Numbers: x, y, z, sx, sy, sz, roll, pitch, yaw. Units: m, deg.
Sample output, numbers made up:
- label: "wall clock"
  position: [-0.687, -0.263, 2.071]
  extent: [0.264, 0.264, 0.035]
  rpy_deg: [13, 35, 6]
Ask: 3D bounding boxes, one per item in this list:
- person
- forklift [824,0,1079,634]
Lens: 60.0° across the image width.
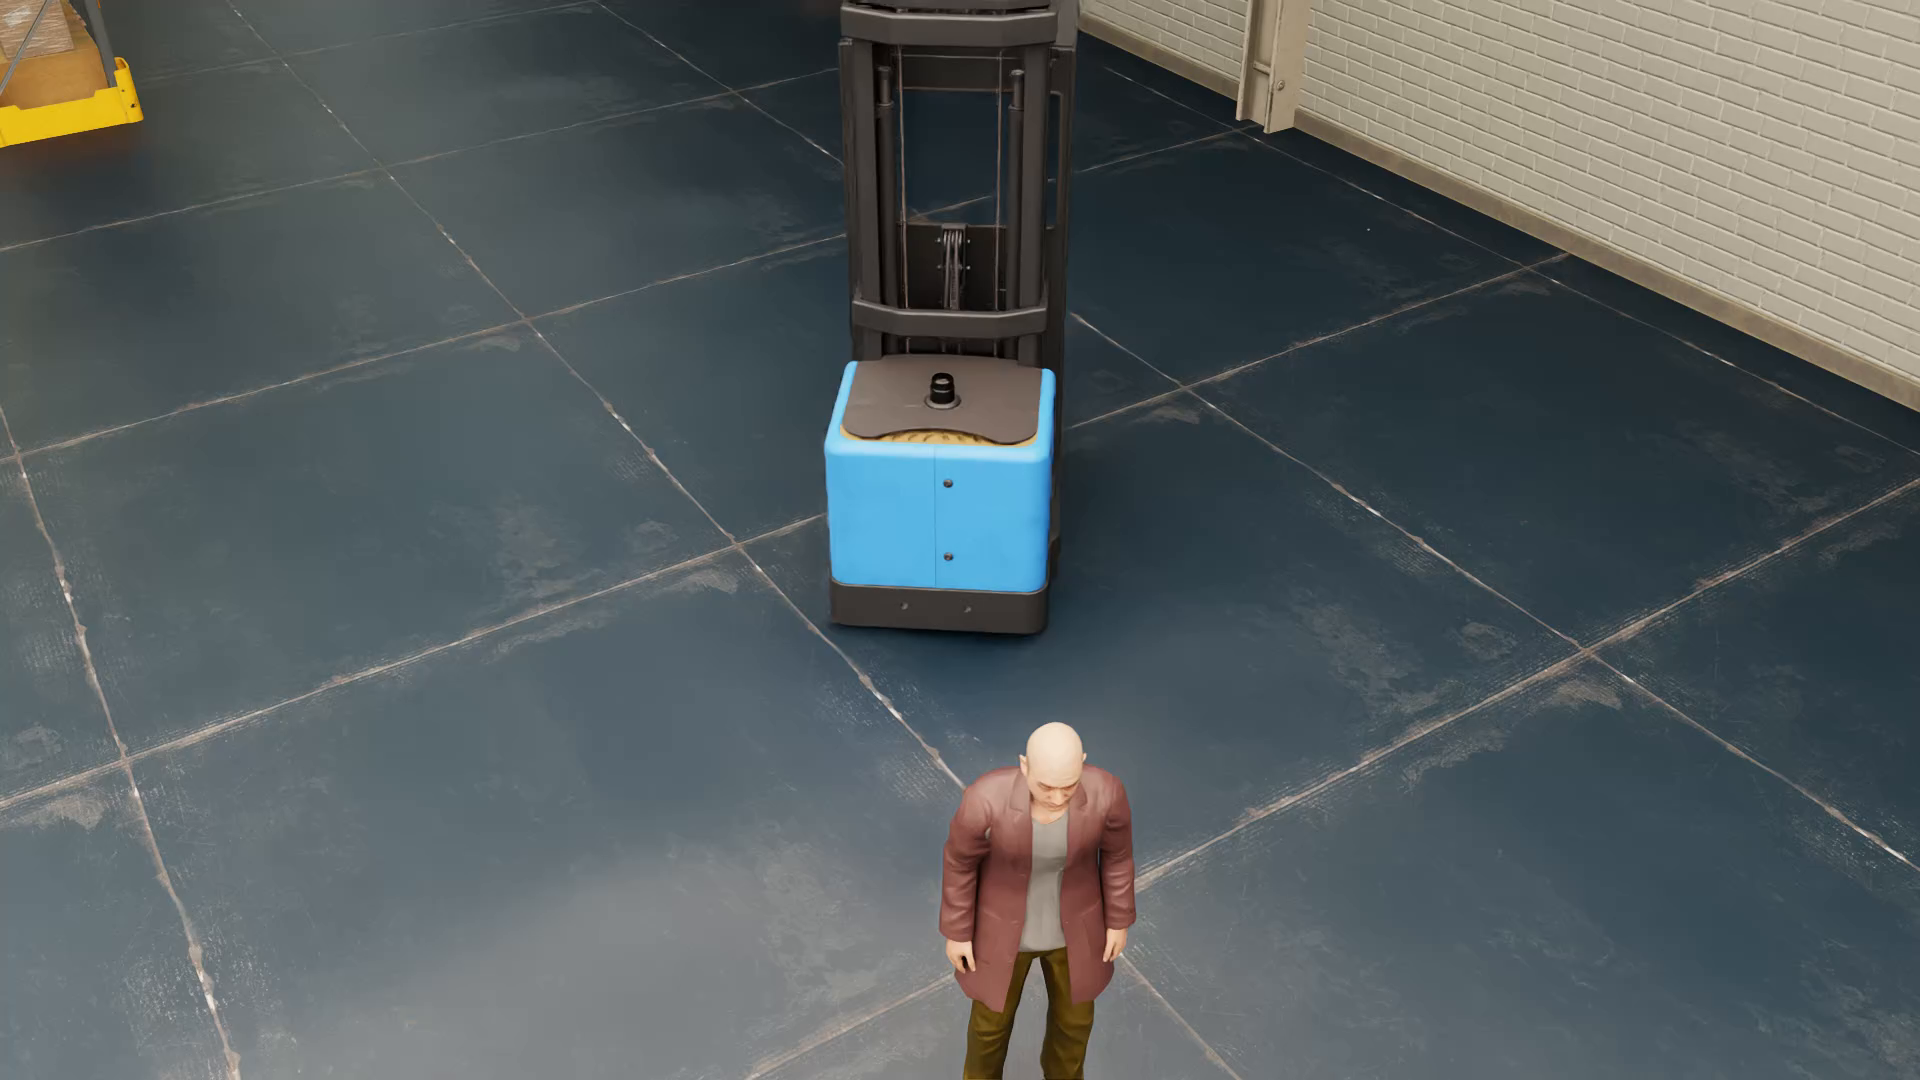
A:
- label: "person"
  position: [0.253, 1.255, 5.370]
  extent: [0.643, 1.772, 0.433]
  rpy_deg: [-3, 35, -4]
- label: "forklift"
  position: [0.006, -1.578, 8.393]
  extent: [1.130, 2.935, 3.031]
  rpy_deg: [3, 35, 4]
